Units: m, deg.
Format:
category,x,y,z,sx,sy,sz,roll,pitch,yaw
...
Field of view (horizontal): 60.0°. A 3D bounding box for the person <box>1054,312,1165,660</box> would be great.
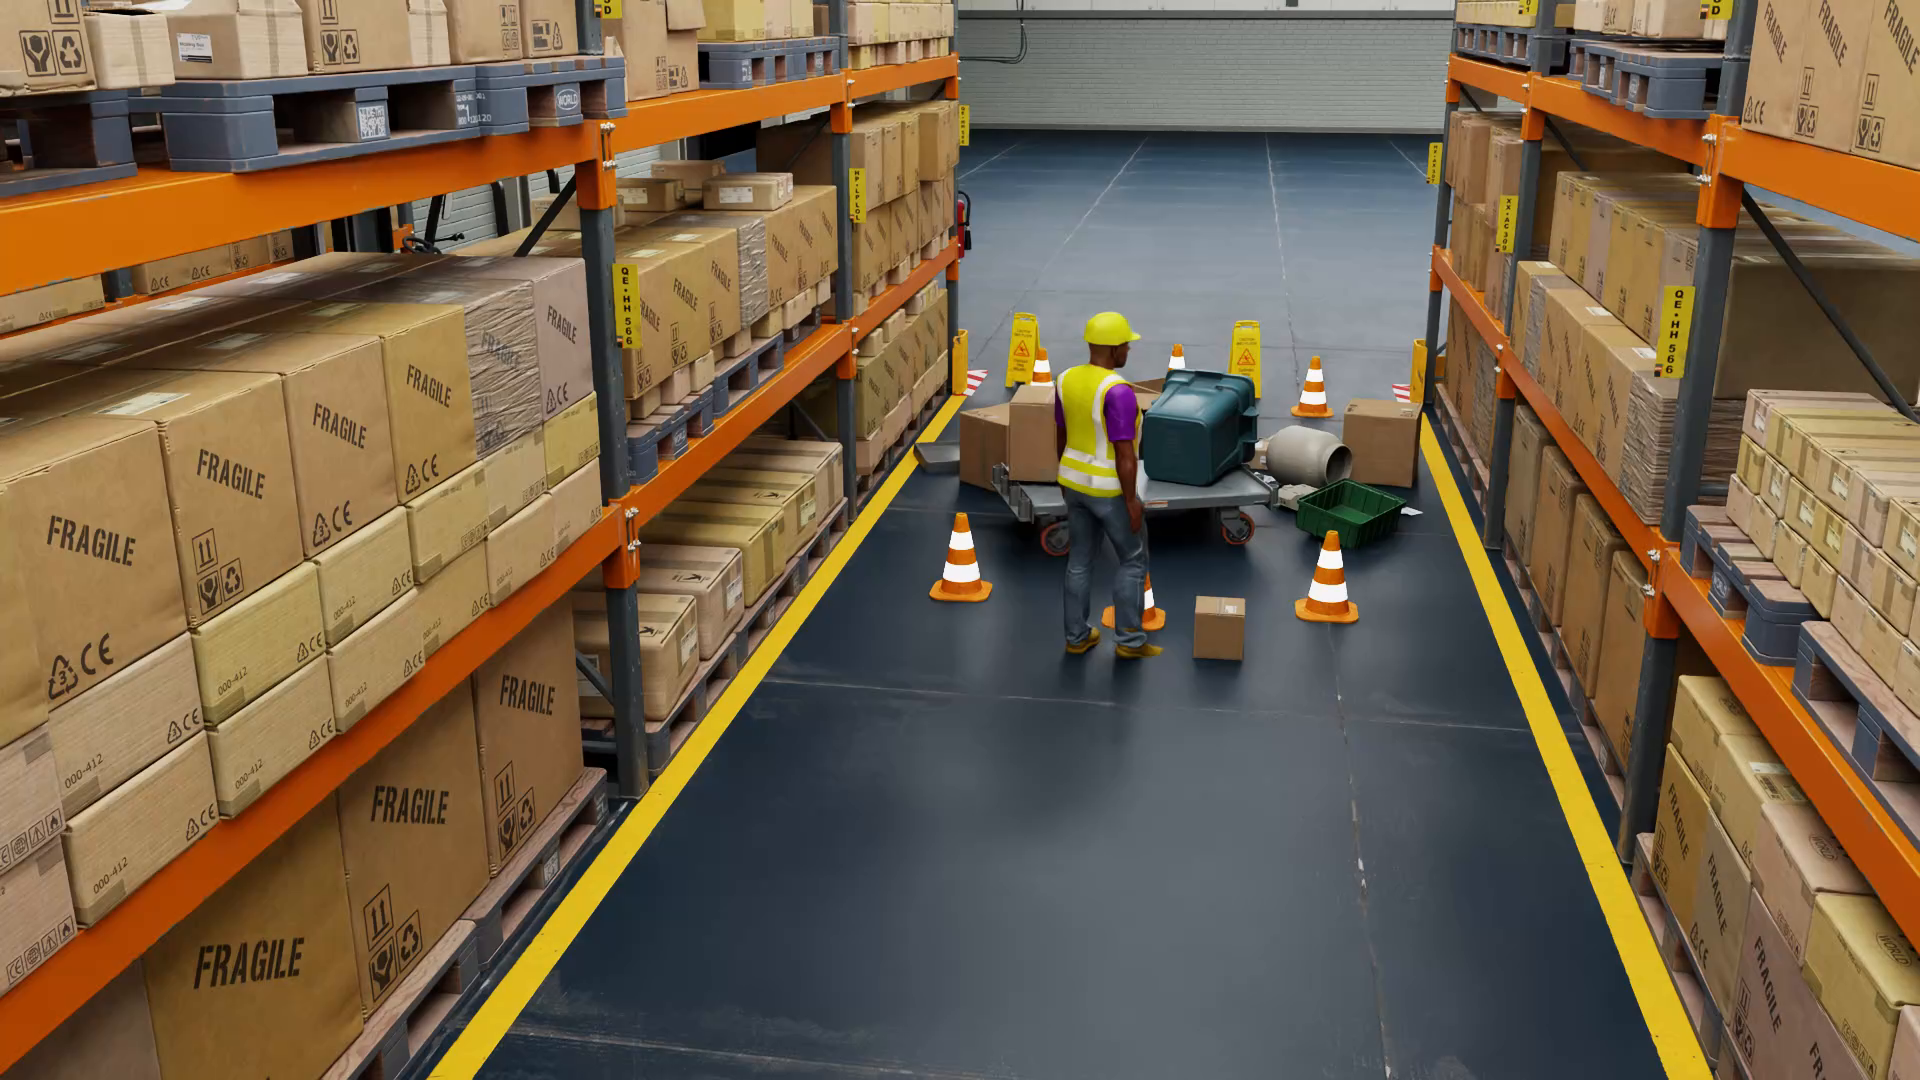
category,x,y,z,sx,sy,sz,roll,pitch,yaw
person,0.744,-0.260,8.379,0.491,1.802,0.651,-14,22,-37
